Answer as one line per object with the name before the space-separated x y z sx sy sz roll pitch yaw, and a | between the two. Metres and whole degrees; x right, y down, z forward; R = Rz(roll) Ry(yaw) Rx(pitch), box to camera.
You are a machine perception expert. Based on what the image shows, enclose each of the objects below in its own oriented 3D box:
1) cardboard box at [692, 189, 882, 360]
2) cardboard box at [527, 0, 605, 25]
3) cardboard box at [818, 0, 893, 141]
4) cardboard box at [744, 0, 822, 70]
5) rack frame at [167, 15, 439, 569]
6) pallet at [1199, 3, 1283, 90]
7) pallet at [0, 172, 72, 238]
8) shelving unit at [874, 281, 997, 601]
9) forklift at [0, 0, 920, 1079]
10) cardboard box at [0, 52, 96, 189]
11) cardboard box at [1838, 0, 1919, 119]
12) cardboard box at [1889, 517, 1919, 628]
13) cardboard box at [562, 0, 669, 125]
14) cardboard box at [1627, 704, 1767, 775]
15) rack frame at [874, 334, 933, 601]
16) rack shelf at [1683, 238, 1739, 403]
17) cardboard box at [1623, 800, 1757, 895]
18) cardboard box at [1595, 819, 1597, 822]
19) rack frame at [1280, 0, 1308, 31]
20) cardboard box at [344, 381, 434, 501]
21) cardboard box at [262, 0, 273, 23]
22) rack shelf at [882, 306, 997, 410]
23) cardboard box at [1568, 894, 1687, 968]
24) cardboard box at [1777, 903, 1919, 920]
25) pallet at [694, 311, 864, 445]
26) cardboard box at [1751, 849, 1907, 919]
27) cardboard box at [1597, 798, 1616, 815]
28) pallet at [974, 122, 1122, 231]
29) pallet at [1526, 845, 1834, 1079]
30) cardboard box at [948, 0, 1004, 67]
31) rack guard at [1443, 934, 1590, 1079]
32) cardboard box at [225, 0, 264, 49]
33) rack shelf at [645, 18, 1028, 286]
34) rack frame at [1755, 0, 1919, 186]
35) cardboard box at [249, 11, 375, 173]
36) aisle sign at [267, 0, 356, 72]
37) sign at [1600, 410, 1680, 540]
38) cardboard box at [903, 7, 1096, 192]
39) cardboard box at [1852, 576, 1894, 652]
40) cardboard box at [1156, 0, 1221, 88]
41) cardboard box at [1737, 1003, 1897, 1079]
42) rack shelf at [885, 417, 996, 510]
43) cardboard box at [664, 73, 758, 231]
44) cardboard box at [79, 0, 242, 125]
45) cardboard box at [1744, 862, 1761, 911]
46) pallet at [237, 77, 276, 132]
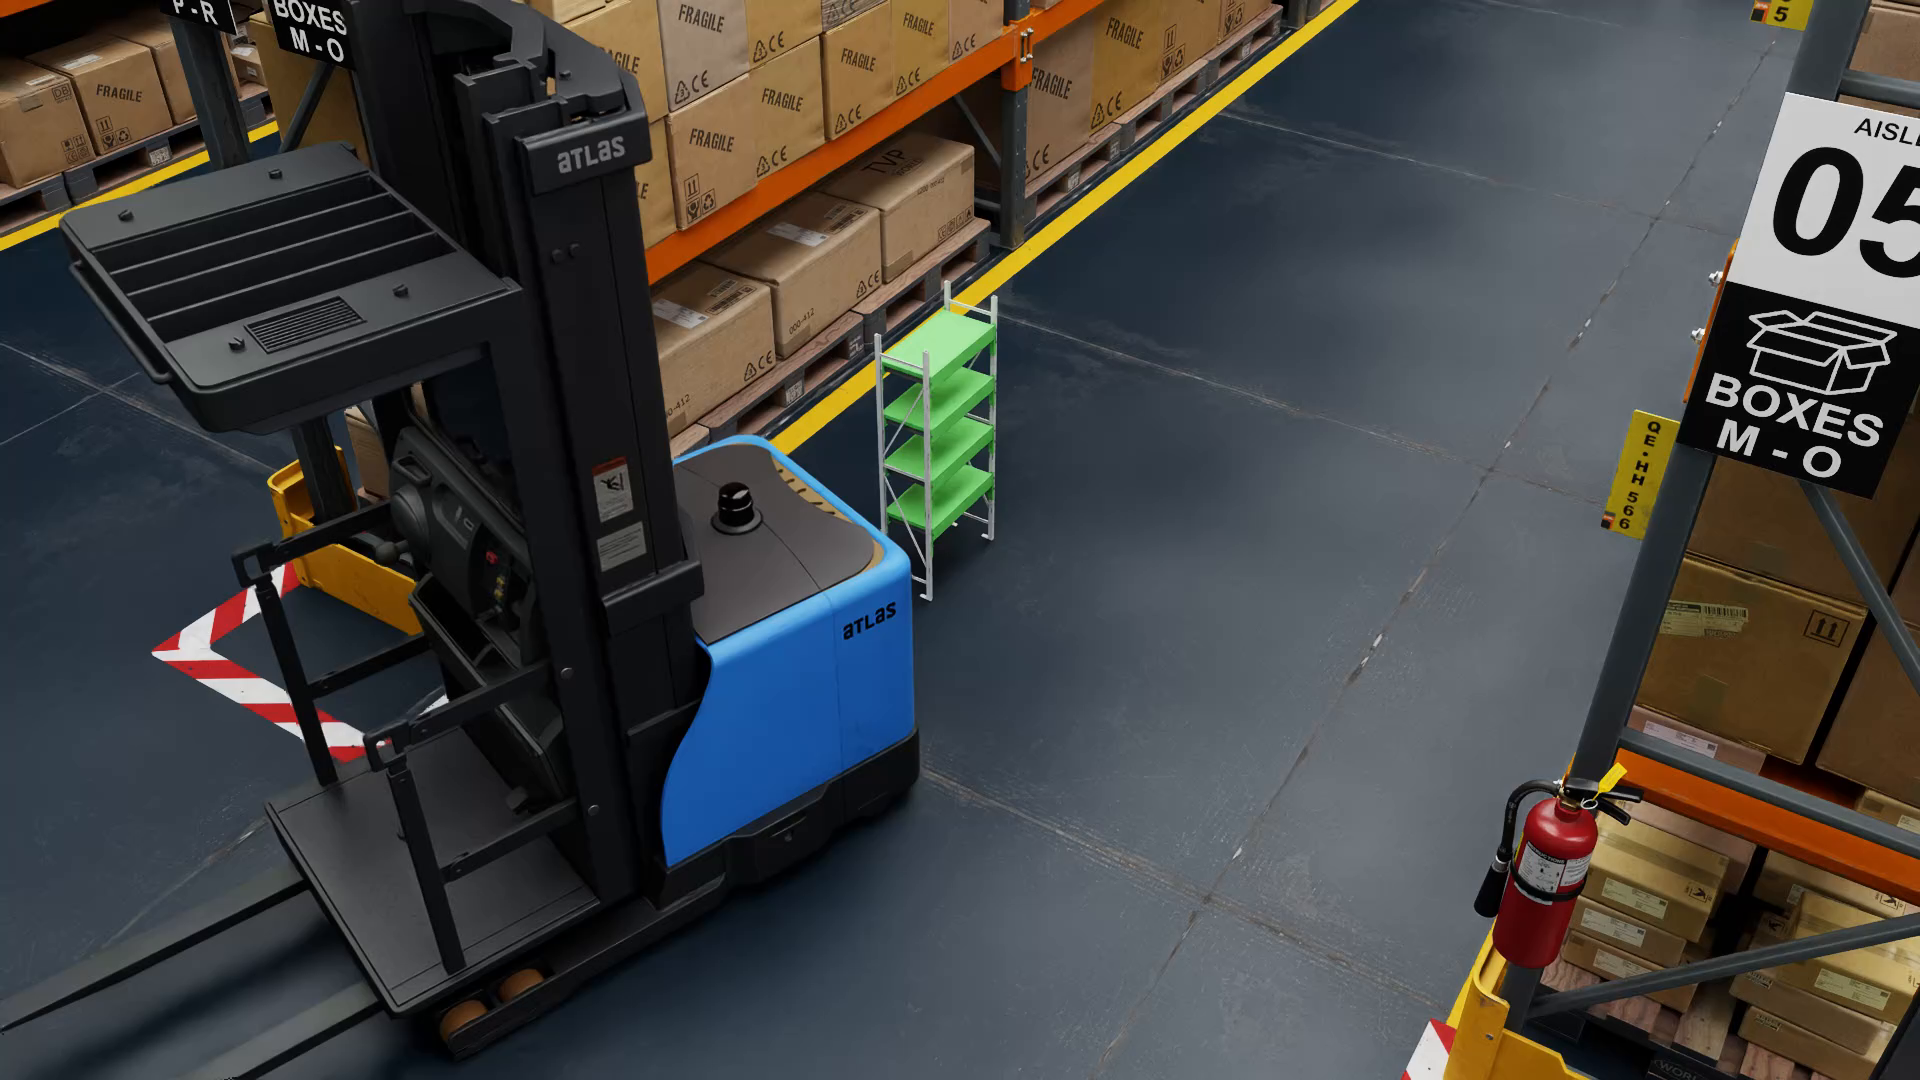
cardboard box | -0.997 -1.399 8.362 0.875 0.438 0.875 20 42 24
cardboard box | -1.494 -1.975 5.924 0.380 0.149 0.250 23 43 26
cardboard box | -0.652 -2.184 7.544 0.500 0.500 0.500 21 42 24
cardboard box | -0.930 -2.319 6.901 0.500 0.500 0.500 21 42 25
rack frame | -2.234 -0.936 6.007 1.000 3.000 0.127 21 42 25
pallet | 1.566 -3.574 11.713 1.003 0.211 1.213 21 42 25
pallet | -5.961 -1.903 9.546 1.003 0.211 1.213 21 42 25
shelving unit | -0.089 -0.390 6.773 0.258 1.200 0.503 21 42 25
forklift | -1.616 0.072 4.756 3.031 2.935 1.130 -26 45 -30
cardboard box | -5.529 -2.446 9.669 0.700 0.500 0.500 23 43 27
cardboard box | 2.031 -1.016 3.367 0.500 0.250 0.500 20 42 24
cardboard box | 2.464 -0.067 3.735 0.500 0.500 0.500 21 42 25
cardboard box | -1.466 -1.794 6.220 0.500 0.500 0.500 20 42 24
cardboard box | 1.935 0.470 4.389 0.380 0.149 0.250 21 42 25
rack frame | -0.219 -0.264 6.610 0.240 1.200 0.015 21 42 25
rack shelf | 3.071 -1.303 4.615 1.077 0.370 4.000 21 42 25
cardboard box | 2.252 0.892 5.140 0.380 0.149 0.250 22 43 26
cardboard box | 2.158 1.089 5.372 0.380 0.149 0.250 23 43 26
rack frame | 2.052 -5.060 11.357 1.000 3.000 0.127 21 42 25
cardboard box | -1.965 -0.460 7.145 0.875 0.438 0.875 20 42 24
cardboard box | -2.211 -1.879 5.798 0.380 0.149 0.250 22 43 26
rack shelf | -0.089 -0.719 6.519 0.258 0.148 0.480 21 42 25
cardboard box | 2.041 1.111 5.099 0.380 0.149 0.250 20 42 24
cardboard box | 2.691 1.168 5.026 0.380 0.149 0.250 21 42 25
pallet | -1.218 -0.895 8.239 1.003 0.211 1.213 21 42 25
cardboard box | 2.613 1.018 4.976 0.380 0.149 0.250 22 43 26
cardboard box | 2.318 0.842 5.448 0.380 0.149 0.250 19 42 23
pallet | 0.258 -2.316 10.081 1.003 0.211 1.213 21 42 25
pallet | 2.505 1.289 5.404 1.003 0.211 1.213 21 42 25
cardboard box | -0.124 -2.715 8.233 0.500 0.500 0.500 22 43 26
rack guard | 2.040 1.582 4.788 1.175 0.500 0.348 21 42 25
cardboard box | -4.838 -3.458 11.137 0.500 0.311 0.500 23 43 27
rack shelf | -1.163 -1.682 7.564 1.077 0.370 4.000 21 42 25
rack frame | 1.999 -1.744 2.142 1.000 3.000 0.127 21 42 25
cardboard box | -2.177 -1.698 6.094 0.500 0.500 0.500 23 43 27
aisle sign | -2.028 -1.833 5.042 0.394 0.787 0.004 21 42 25
sign | 1.542 -0.144 3.773 0.100 0.325 0.005 21 42 25
cardboard box | 0.173 -2.668 9.651 0.875 0.875 0.875 23 43 26
cardboard box | 2.738 0.049 4.404 0.500 0.500 0.500 21 42 25
cardboard box | 1.130 -3.597 10.856 0.875 0.875 0.875 22 43 26
cardboard box | 2.550 1.429 4.931 0.380 0.149 0.250 22 43 26
rack shelf | -0.089 -0.339 6.812 0.258 0.148 0.480 21 42 25
cardboard box | -1.200 -1.655 6.858 0.500 0.500 0.500 21 42 25
cardboard box | -4.973 -2.981 10.364 0.700 0.500 0.500 20 42 23
cardboard box | 2.749 1.137 5.310 0.380 0.149 0.250 22 43 26
pallet | -4.653 -3.161 11.178 1.003 0.211 1.213 21 42 25
